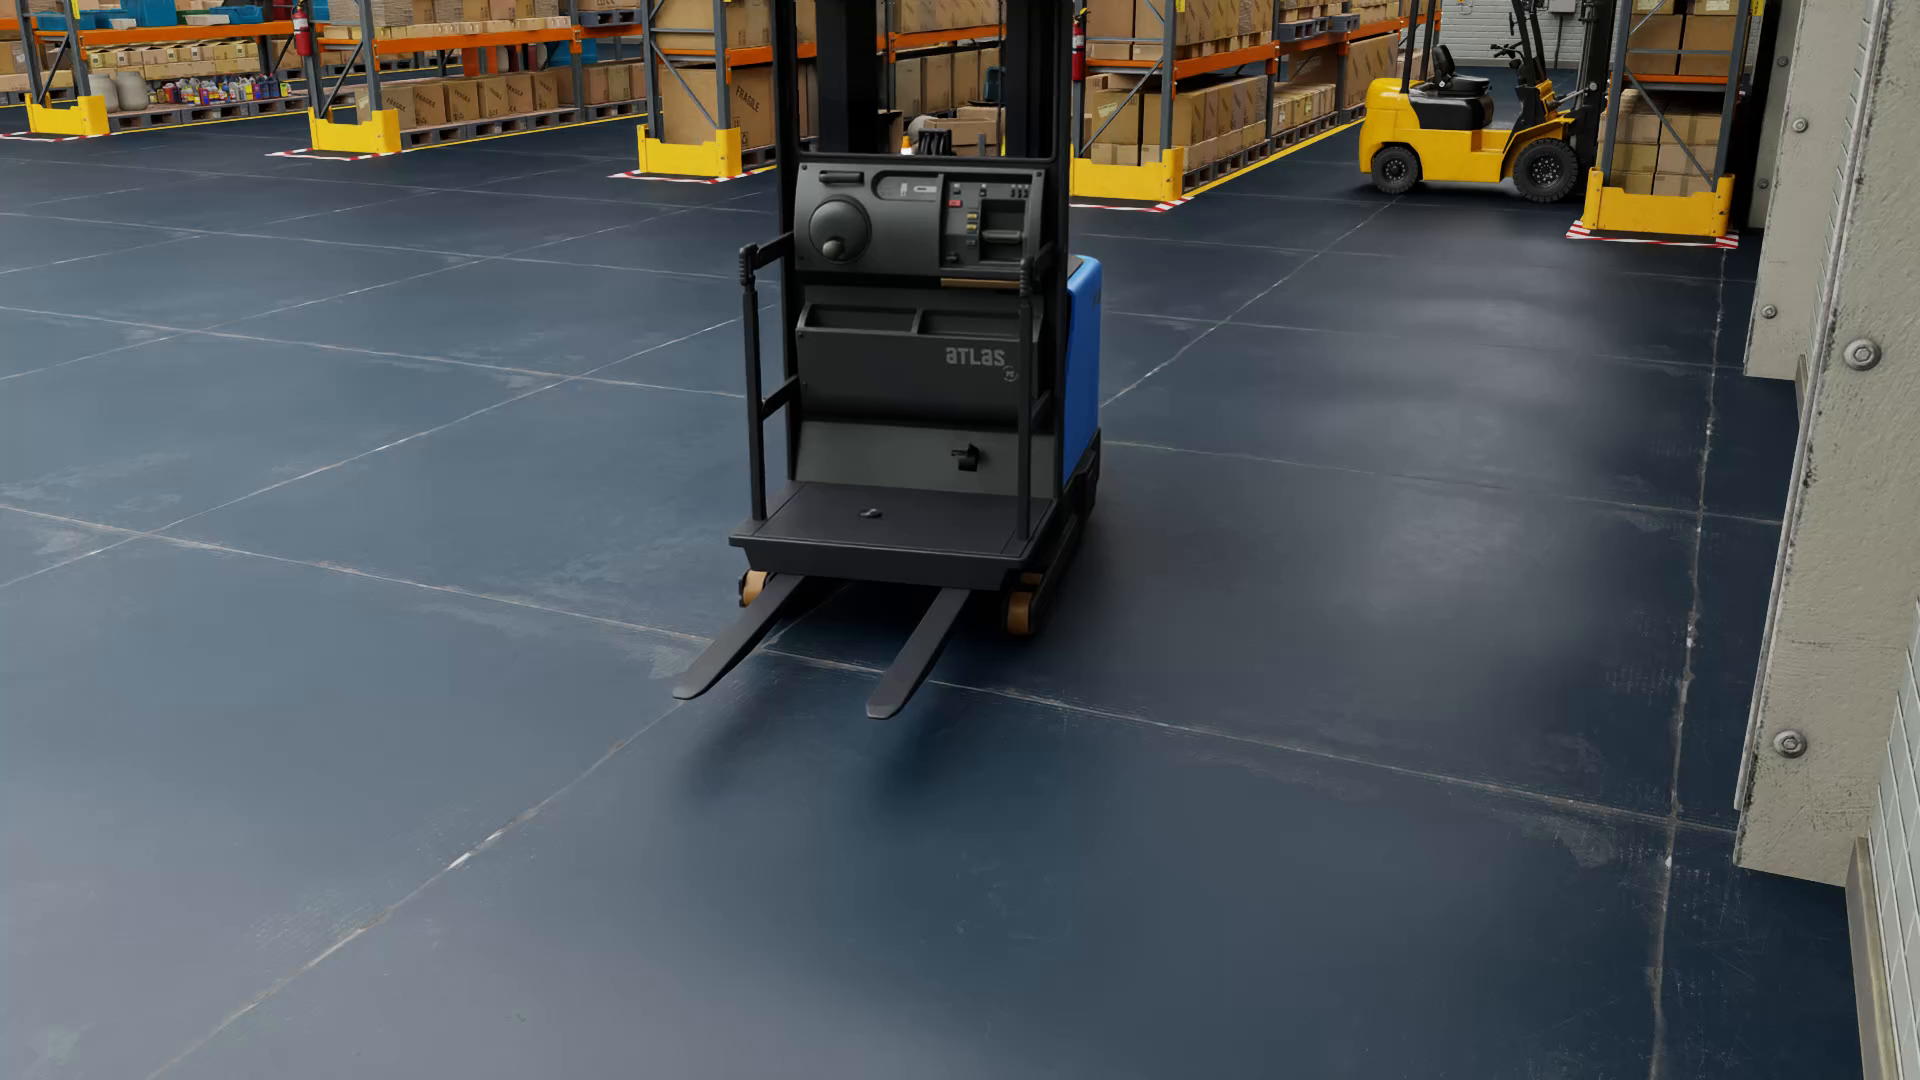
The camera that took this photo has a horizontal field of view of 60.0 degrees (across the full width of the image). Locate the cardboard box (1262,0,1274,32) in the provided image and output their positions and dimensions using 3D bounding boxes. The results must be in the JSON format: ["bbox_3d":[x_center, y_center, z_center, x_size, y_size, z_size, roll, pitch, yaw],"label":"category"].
[{"bbox_3d":[3.272,-6.073,18.975,0.500,0.500,0.500,8,21,21],"label":"cardboard box"}]

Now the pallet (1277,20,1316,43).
[{"bbox_3d":[3.673,-6.179,20.152,1.003,0.211,1.213,9,21,23],"label":"pallet"}]

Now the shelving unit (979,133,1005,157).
[{"bbox_3d":[0.205,-1.120,7.879,0.431,1.500,0.755,4,20,12],"label":"shelving unit"}]

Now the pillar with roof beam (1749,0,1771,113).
[{"bbox_3d":[8.213,-11.328,25.391,9.100,9.000,0.400,9,21,23],"label":"pillar with roof beam"}]

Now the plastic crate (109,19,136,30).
[{"bbox_3d":[-11.310,-6.977,22.505,0.298,0.136,0.250,9,21,23],"label":"plastic crate"}]

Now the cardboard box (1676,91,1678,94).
[{"bbox_3d":[7.732,-4.572,17.333,0.500,0.250,0.500,9,21,24],"label":"cardboard box"}]

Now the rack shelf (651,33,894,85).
[{"bbox_3d":[-2.149,-5.753,19.744,1.077,0.370,4.000,9,21,23],"label":"rack shelf"}]

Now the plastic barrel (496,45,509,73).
[{"bbox_3d":[-8.360,-8.680,29.986,0.421,0.512,0.421,0,20,0],"label":"plastic barrel"}]

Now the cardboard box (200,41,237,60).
[{"bbox_3d":[-13.409,-8.811,29.908,0.500,0.311,0.500,8,21,22],"label":"cardboard box"}]

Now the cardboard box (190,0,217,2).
[{"bbox_3d":[-13.755,-9.710,29.927,0.500,0.311,0.500,8,21,22],"label":"cardboard box"}]

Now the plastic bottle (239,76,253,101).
[{"bbox_3d":[-10.544,-6.660,24.517,0.144,0.351,0.185,8,21,22],"label":"plastic bottle"}]

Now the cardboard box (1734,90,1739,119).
[{"bbox_3d":[10.042,-5.856,22.063,0.500,0.500,0.500,9,21,23],"label":"cardboard box"}]

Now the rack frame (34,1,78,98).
[{"bbox_3d":[-14.850,-8.776,27.168,1.000,3.000,0.127,9,21,23],"label":"rack frame"}]

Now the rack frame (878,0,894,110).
[{"bbox_3d":[-1.330,-6.704,21.342,1.000,3.000,0.127,9,21,23],"label":"rack frame"}]

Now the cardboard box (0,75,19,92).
[{"bbox_3d":[-15.245,-7.200,26.214,0.500,0.250,0.500,9,21,23],"label":"cardboard box"}]

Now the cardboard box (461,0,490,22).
[{"bbox_3d":[-6.647,-7.012,21.615,0.875,0.500,0.500,9,21,23],"label":"cardboard box"}]

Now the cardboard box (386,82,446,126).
[{"bbox_3d":[-6.967,-5.589,21.310,0.500,0.500,0.500,15,25,37],"label":"cardboard box"}]

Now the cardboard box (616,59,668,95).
[{"bbox_3d":[-4.873,-7.114,25.571,0.700,0.500,0.500,11,22,27],"label":"cardboard box"}]

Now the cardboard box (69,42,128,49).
[{"bbox_3d":[-17.312,-10.069,33.386,0.750,0.750,0.750,8,21,22],"label":"cardboard box"}]

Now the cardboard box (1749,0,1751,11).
[{"bbox_3d":[6.979,-4.874,15.081,0.380,0.149,0.250,9,21,23],"label":"cardboard box"}]

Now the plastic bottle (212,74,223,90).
[{"bbox_3d":[-11.119,-6.807,24.928,0.144,0.351,0.185,8,21,20],"label":"plastic bottle"}]

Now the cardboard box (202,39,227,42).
[{"bbox_3d":[-13.694,-9.045,30.566,0.500,0.311,0.500,9,22,25],"label":"cardboard box"}]

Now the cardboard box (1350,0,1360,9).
[{"bbox_3d":[5.298,-7.564,23.239,0.500,0.250,0.500,8,21,22],"label":"cardboard box"}]

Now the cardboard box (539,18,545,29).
[{"bbox_3d":[-5.902,-7.048,22.684,0.380,0.149,0.250,9,21,23],"label":"cardboard box"}]

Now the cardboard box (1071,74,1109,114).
[{"bbox_3d":[1.591,-5.470,20.472,0.500,0.500,0.500,9,21,23],"label":"cardboard box"}]

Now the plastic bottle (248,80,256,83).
[{"bbox_3d":[-10.557,-6.736,24.842,0.152,0.276,0.135,9,21,23],"label":"plastic bottle"}]

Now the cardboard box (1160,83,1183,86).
[{"bbox_3d":[2.103,-4.682,18.016,0.500,0.500,0.500,8,21,21],"label":"cardboard box"}]

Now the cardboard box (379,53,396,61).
[{"bbox_3d":[-11.725,-9.911,33.433,0.500,0.500,0.500,9,21,23],"label":"cardboard box"}]

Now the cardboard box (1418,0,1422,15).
[{"bbox_3d":[7.354,-8.960,27.538,0.500,0.500,0.500,9,21,23],"label":"cardboard box"}]

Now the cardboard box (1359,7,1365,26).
[{"bbox_3d":[5.489,-7.482,23.755,0.500,0.250,0.500,8,21,21],"label":"cardboard box"}]

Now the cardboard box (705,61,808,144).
[{"bbox_3d":[-2.392,-5.163,19.555,0.875,0.875,0.875,8,21,22],"label":"cardboard box"}]

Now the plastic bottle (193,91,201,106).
[{"bbox_3d":[-10.901,-6.304,23.738,0.097,0.201,0.097,0,20,0],"label":"plastic bottle"}]

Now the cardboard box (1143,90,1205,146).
[{"bbox_3d":[2.181,-4.304,16.953,0.500,0.500,0.500,8,21,21],"label":"cardboard box"}]

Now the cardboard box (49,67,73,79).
[{"bbox_3d":[-14.945,-7.845,28.027,0.500,0.250,0.500,8,21,22],"label":"cardboard box"}]

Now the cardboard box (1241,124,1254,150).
[{"bbox_3d":[3.021,-4.576,18.836,0.500,0.250,0.500,8,21,21],"label":"cardboard box"}]

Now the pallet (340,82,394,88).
[{"bbox_3d":[-9.548,-7.401,27.464,1.003,0.211,1.213,9,21,23],"label":"pallet"}]

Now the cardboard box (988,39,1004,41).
[{"bbox_3d":[0.768,-7.854,26.562,0.500,0.250,0.500,9,22,24],"label":"cardboard box"}]

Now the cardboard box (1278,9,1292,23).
[{"bbox_3d":[3.742,-6.261,19.844,0.380,0.149,0.250,9,21,23],"label":"cardboard box"}]

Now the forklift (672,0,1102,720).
[{"bbox_3d":[-0.198,-1.171,5.887,1.130,2.935,3.031,4,20,12],"label":"forklift"}]

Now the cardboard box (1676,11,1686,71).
[{"bbox_3d":[6.302,-4.544,15.119,0.500,0.500,0.500,9,22,24],"label":"cardboard box"}]

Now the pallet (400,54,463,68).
[{"bbox_3d":[-11.292,-10.117,35.102,1.003,0.211,1.213,9,21,23],"label":"pallet"}]

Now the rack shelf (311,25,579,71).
[{"bbox_3d":[-6.633,-6.465,21.744,1.077,0.370,4.000,9,21,23],"label":"rack shelf"}]

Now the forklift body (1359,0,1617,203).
[{"bbox_3d":[5.231,-4.583,16.645,2.313,2.155,1.214,9,21,23],"label":"forklift body"}]

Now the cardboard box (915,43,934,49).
[{"bbox_3d":[-1.089,-10.074,33.362,0.875,0.875,0.875,9,21,23],"label":"cardboard box"}]

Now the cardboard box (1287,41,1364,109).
[{"bbox_3d":[5.224,-6.675,23.805,0.875,0.875,0.875,8,21,22],"label":"cardboard box"}]

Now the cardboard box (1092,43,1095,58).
[{"bbox_3d":[1.550,-4.951,16.788,0.380,0.149,0.250,8,21,22],"label":"cardboard box"}]

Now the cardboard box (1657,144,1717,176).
[{"bbox_3d":[6.501,-3.406,14.800,0.500,0.250,0.500,9,21,24],"label":"cardboard box"}]

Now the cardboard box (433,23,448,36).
[{"bbox_3d":[-6.689,-6.431,20.951,0.380,0.149,0.250,9,21,23],"label":"cardboard box"}]

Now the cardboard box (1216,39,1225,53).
[{"bbox_3d":[2.600,-5.259,17.656,0.380,0.149,0.250,8,21,21],"label":"cardboard box"}]

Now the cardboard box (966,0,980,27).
[{"bbox_3d":[-0.042,-7.494,23.415,0.500,0.500,0.500,8,21,22],"label":"cardboard box"}]

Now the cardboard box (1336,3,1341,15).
[{"bbox_3d":[4.840,-7.050,22.065,0.380,0.149,0.250,8,21,22],"label":"cardboard box"}]

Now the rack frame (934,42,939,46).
[{"bbox_3d":[-0.900,-11.084,33.658,1.000,3.000,0.127,9,21,23],"label":"rack frame"}]

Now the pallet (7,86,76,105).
[{"bbox_3d":[-15.214,-7.225,26.968,1.003,0.211,1.213,9,21,23],"label":"pallet"}]

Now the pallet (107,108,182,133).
[{"bbox_3d":[-11.645,-5.836,23.063,1.003,0.211,1.213,9,21,23],"label":"pallet"}]

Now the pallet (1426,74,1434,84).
[{"bbox_3d":[7.885,-8.155,29.584,1.003,0.211,1.213,9,21,23],"label":"pallet"}]
